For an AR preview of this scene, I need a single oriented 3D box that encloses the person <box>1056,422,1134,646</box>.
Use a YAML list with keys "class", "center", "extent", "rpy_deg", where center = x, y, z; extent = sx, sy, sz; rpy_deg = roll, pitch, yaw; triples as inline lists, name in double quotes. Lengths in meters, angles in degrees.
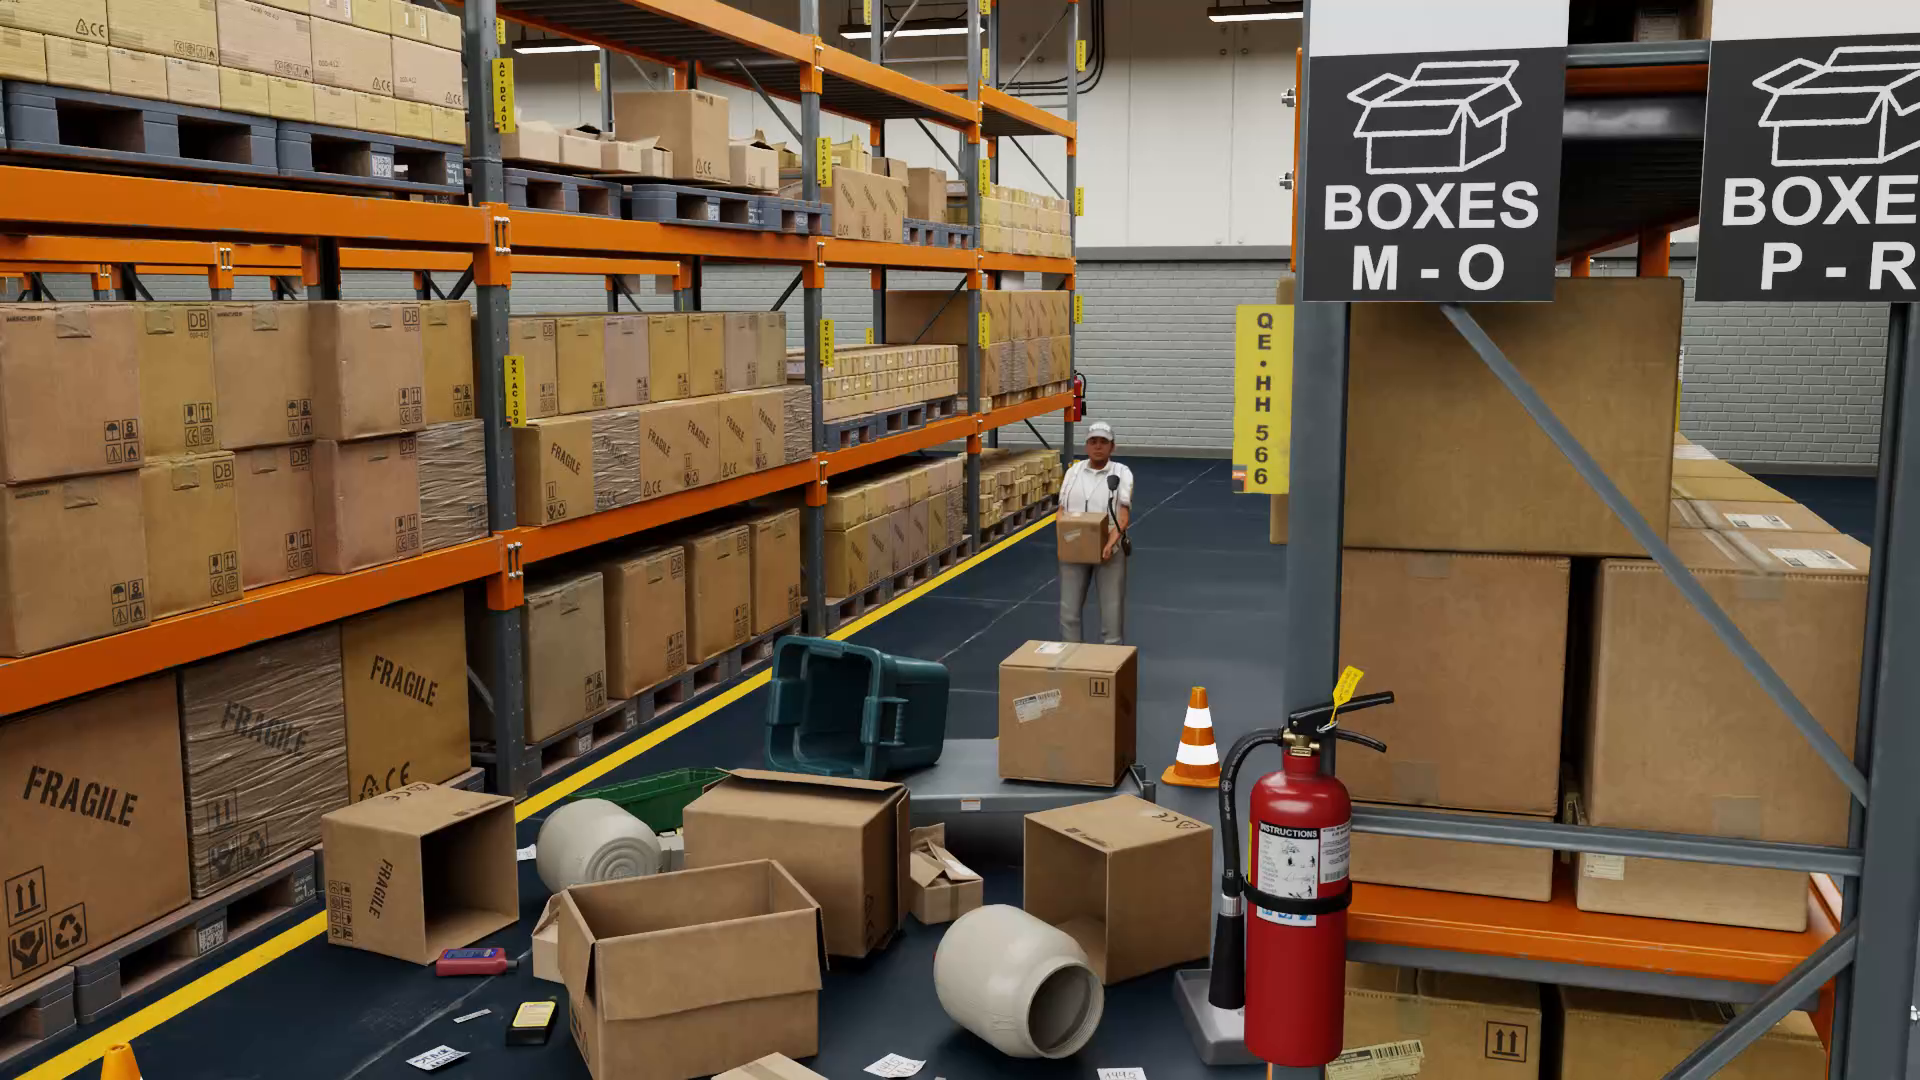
- class: "person"
  center: [0.798, 0.121, 10.050]
  extent: [0.453, 1.653, 0.535]
  rpy_deg: [3, 9, 17]
